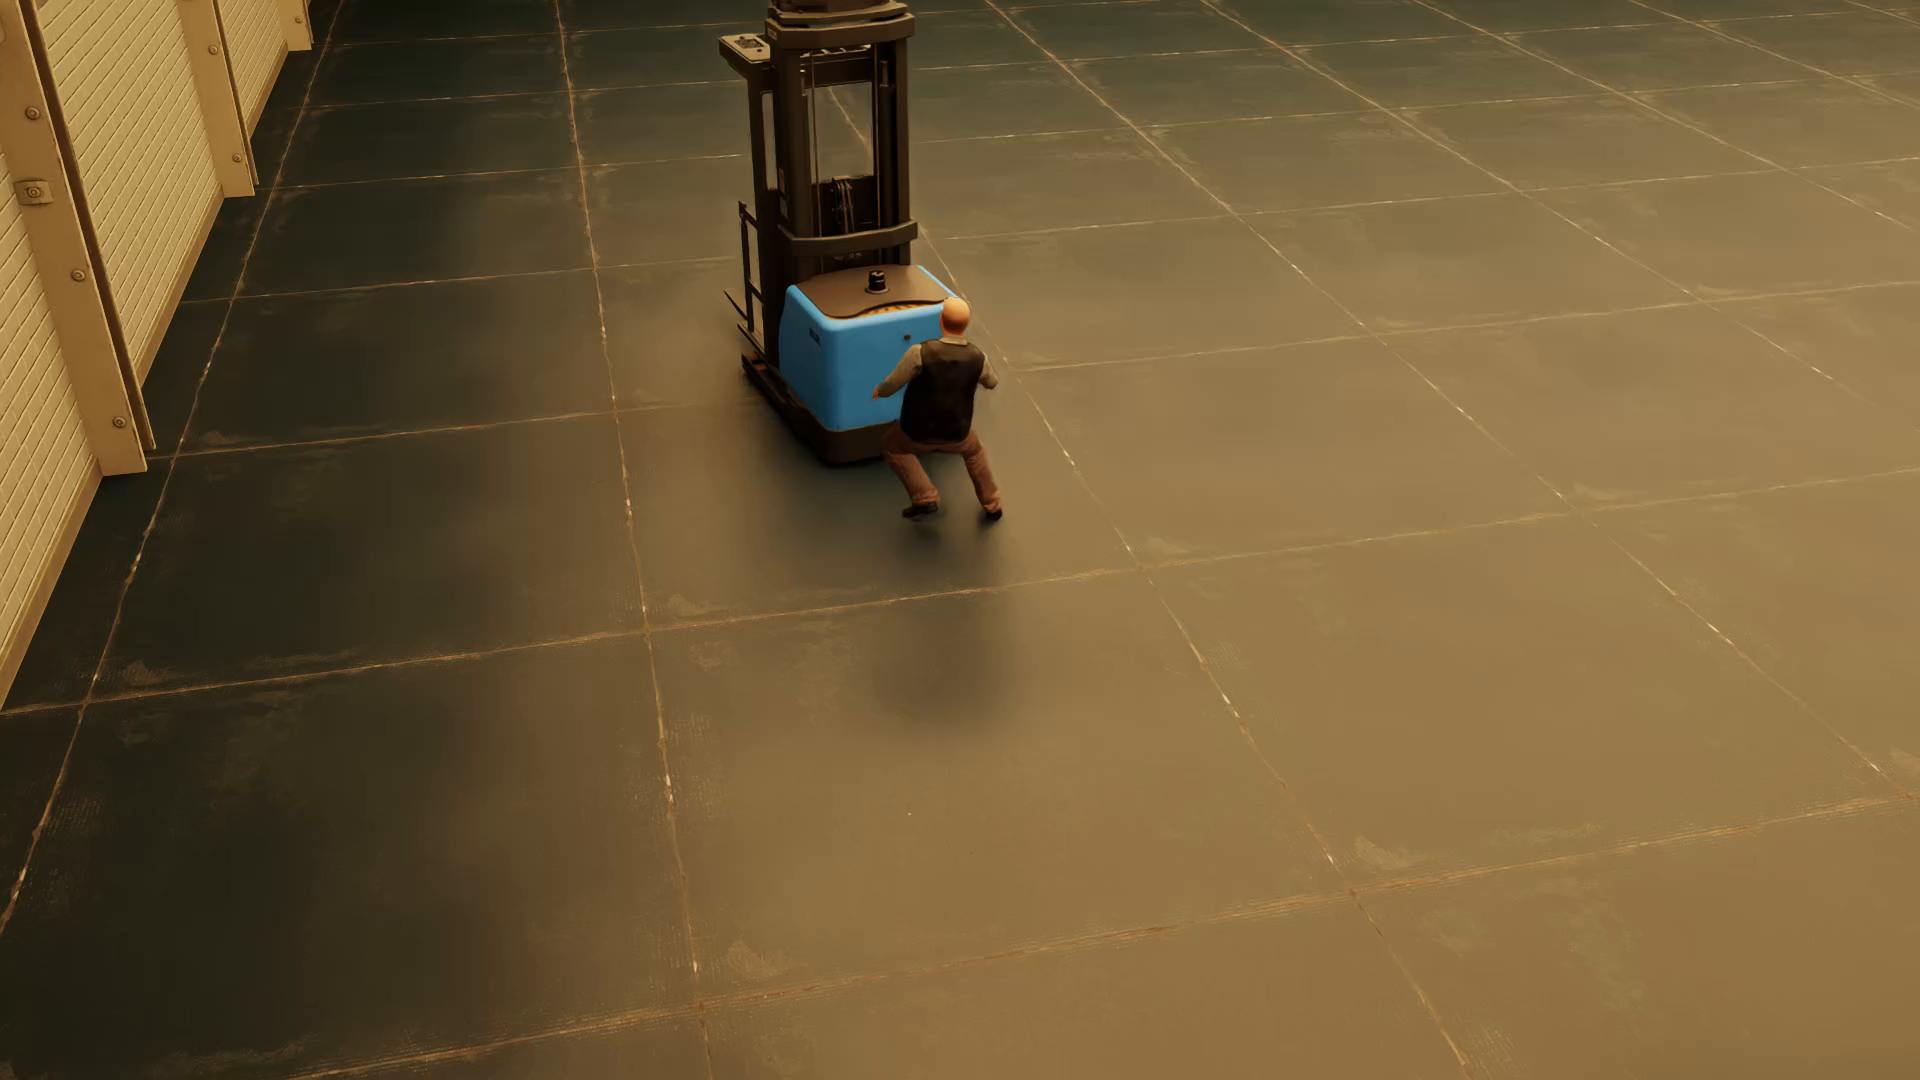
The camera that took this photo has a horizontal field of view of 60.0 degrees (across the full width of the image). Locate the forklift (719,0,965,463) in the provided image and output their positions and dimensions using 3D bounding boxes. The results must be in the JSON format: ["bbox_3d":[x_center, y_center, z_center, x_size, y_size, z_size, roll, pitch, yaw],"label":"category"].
[{"bbox_3d":[-1.010,-2.508,11.907,1.130,2.935,3.031,-12,32,-20],"label":"forklift"}]

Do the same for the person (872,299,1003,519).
[{"bbox_3d":[-0.109,-0.794,10.308,0.840,1.571,0.696,-6,31,-11],"label":"person"}]
